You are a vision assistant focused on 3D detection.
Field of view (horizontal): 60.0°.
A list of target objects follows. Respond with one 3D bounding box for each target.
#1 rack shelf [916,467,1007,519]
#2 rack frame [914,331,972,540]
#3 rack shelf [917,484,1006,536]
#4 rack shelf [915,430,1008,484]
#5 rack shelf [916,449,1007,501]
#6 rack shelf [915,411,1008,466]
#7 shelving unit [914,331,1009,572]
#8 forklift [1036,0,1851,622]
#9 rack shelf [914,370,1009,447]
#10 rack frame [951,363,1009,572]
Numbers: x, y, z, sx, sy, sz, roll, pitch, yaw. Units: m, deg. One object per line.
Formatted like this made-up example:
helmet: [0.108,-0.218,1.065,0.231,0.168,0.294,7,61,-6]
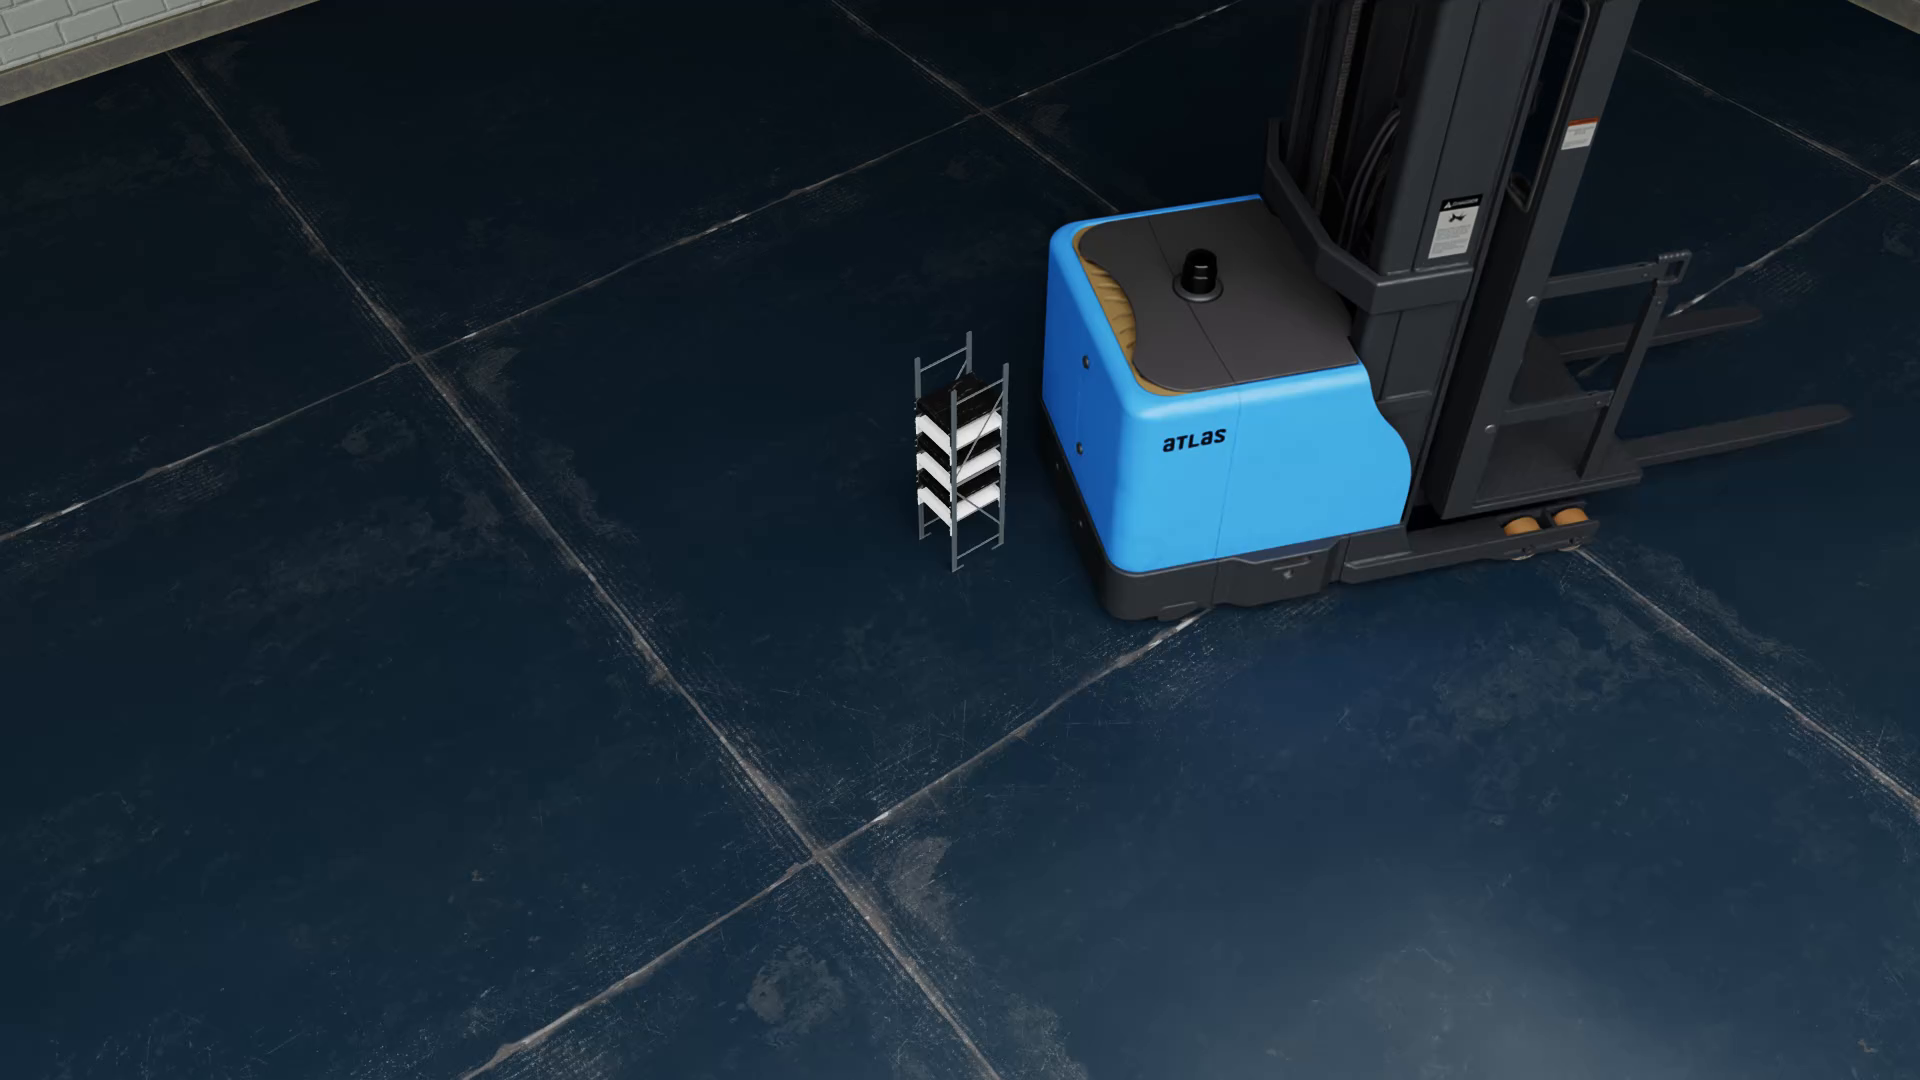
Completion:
rack shelf: [0.005,-0.215,6.004,0.258,0.077,0.200,-29,54,-24]
rack frame: [-0.057,-0.357,5.967,0.240,0.900,0.006,-29,54,-24]
rack shelf: [0.005,-0.154,6.070,0.258,0.077,0.200,-29,54,-24]
rack shelf: [0.005,-0.336,5.870,0.258,0.077,0.200,-29,54,-24]
rack shelf: [0.005,-0.275,5.937,0.258,0.077,0.200,-29,54,-24]
rack shelf: [0.005,-0.396,5.804,0.258,0.077,0.200,-29,54,-24]
shelving unit: [0.005,-0.297,5.912,0.258,0.900,0.210,-29,54,-24]
forklift: [1.872,-1.281,5.433,3.031,2.935,1.130,-10,49,-9]
rack shelf: [0.005,-0.456,5.737,0.258,0.077,0.200,-29,54,-24]
rack frame: [0.066,-0.237,5.858,0.240,0.900,0.006,-29,54,-24]
